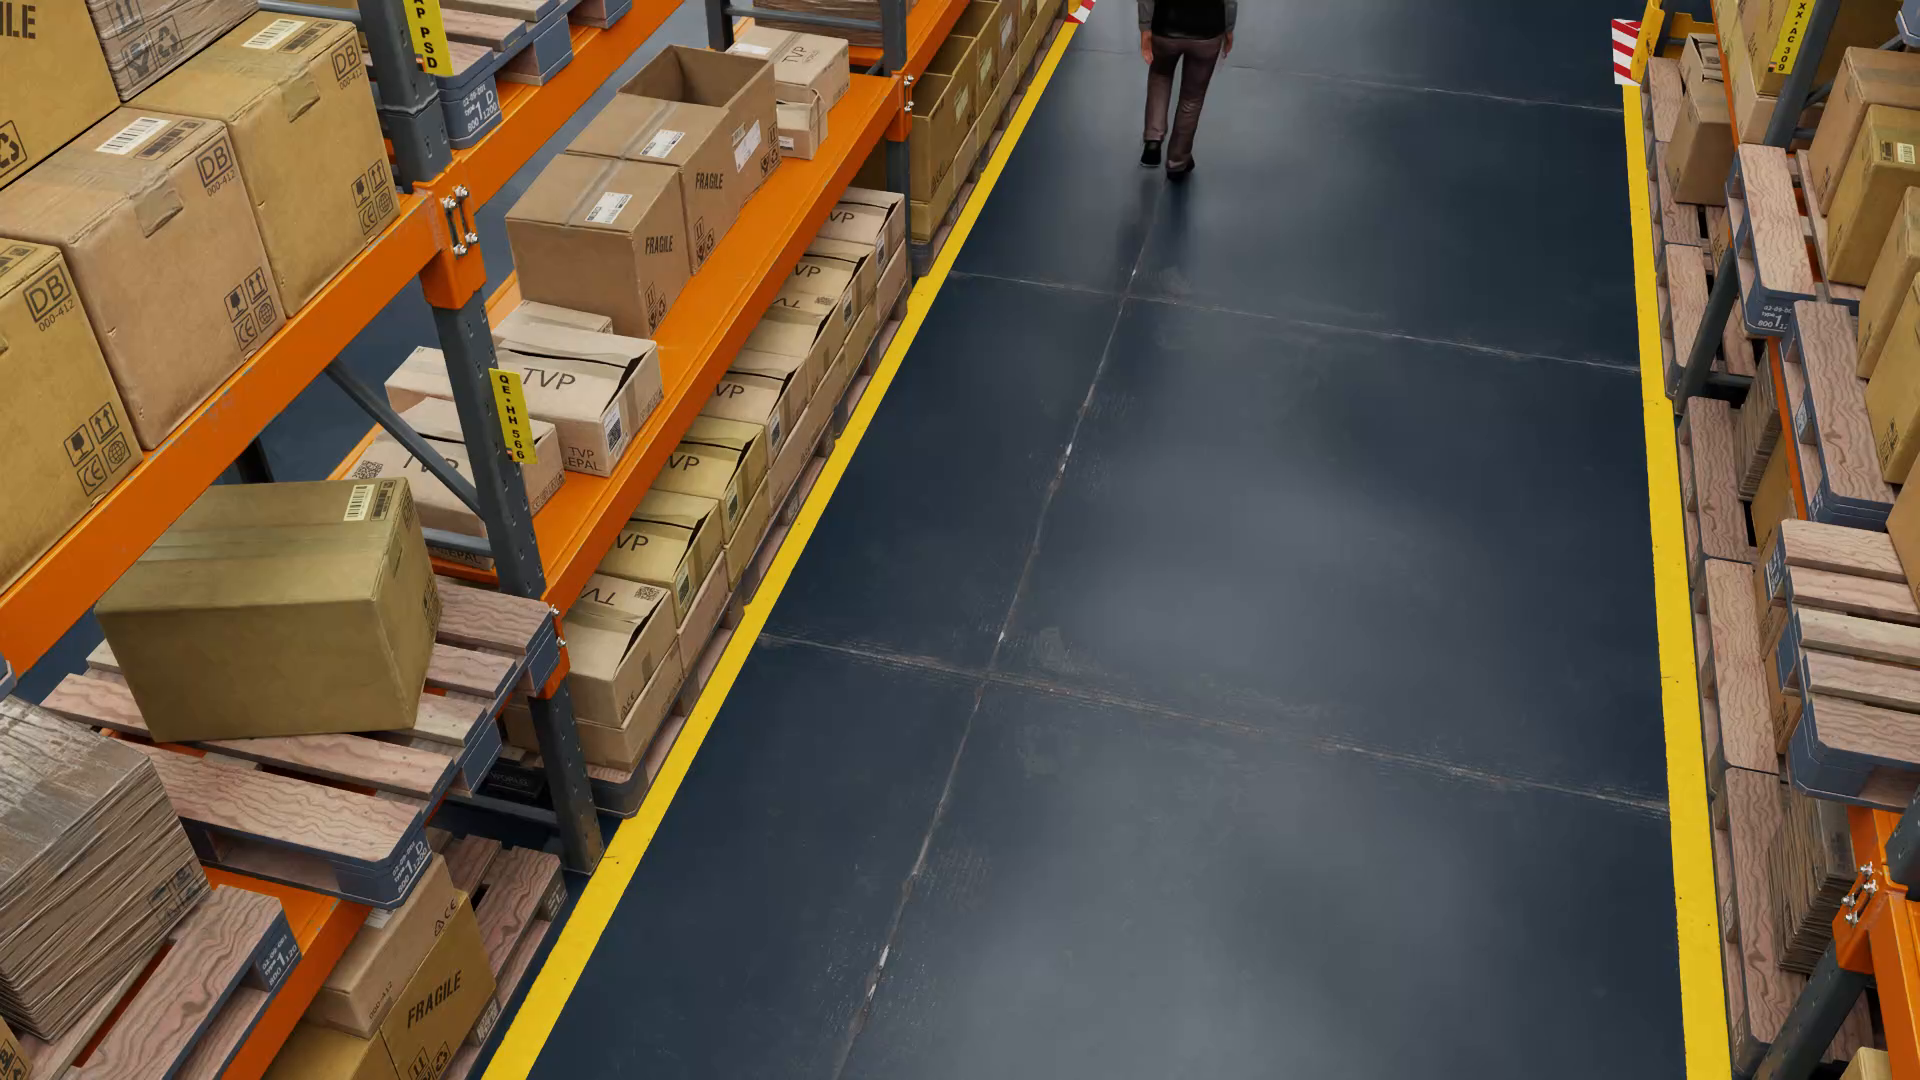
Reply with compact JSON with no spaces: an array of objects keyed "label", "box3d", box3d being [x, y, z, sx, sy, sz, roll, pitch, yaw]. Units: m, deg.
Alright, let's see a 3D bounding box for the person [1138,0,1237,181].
[{"label":"person","box3d":[1.301,-2.912,9.534,0.547,1.735,0.460,11,42,13]}]
